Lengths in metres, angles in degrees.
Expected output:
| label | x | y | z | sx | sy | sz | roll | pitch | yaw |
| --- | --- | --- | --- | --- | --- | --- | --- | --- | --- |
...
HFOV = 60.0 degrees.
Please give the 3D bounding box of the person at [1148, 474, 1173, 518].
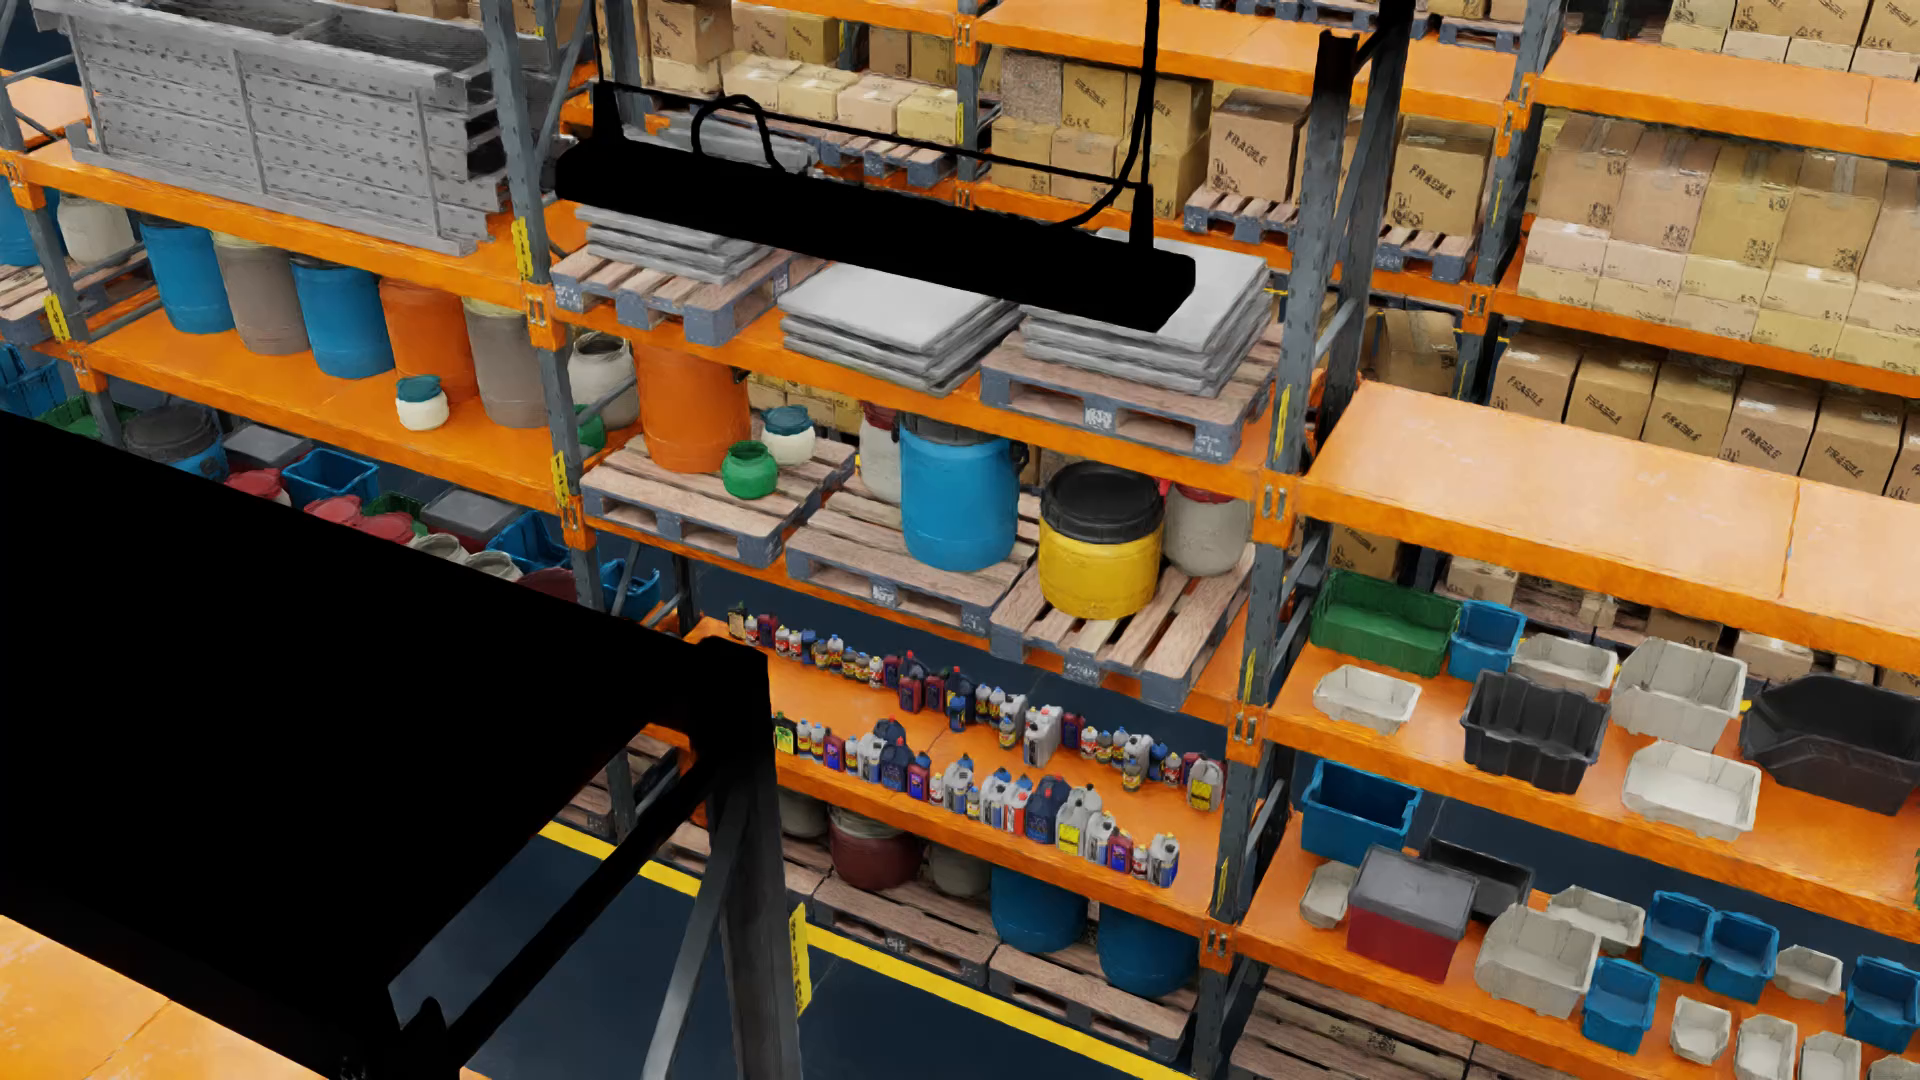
| label | x | y | z | sx | sy | sz | roll | pitch | yaw |
| --- | --- | --- | --- | --- | --- | --- | --- | --- | --- |
| person | 1.460 | -0.052 | 12.475 | 1.116 | 1.640 | 0.547 | 15 | 38 | 20 |
